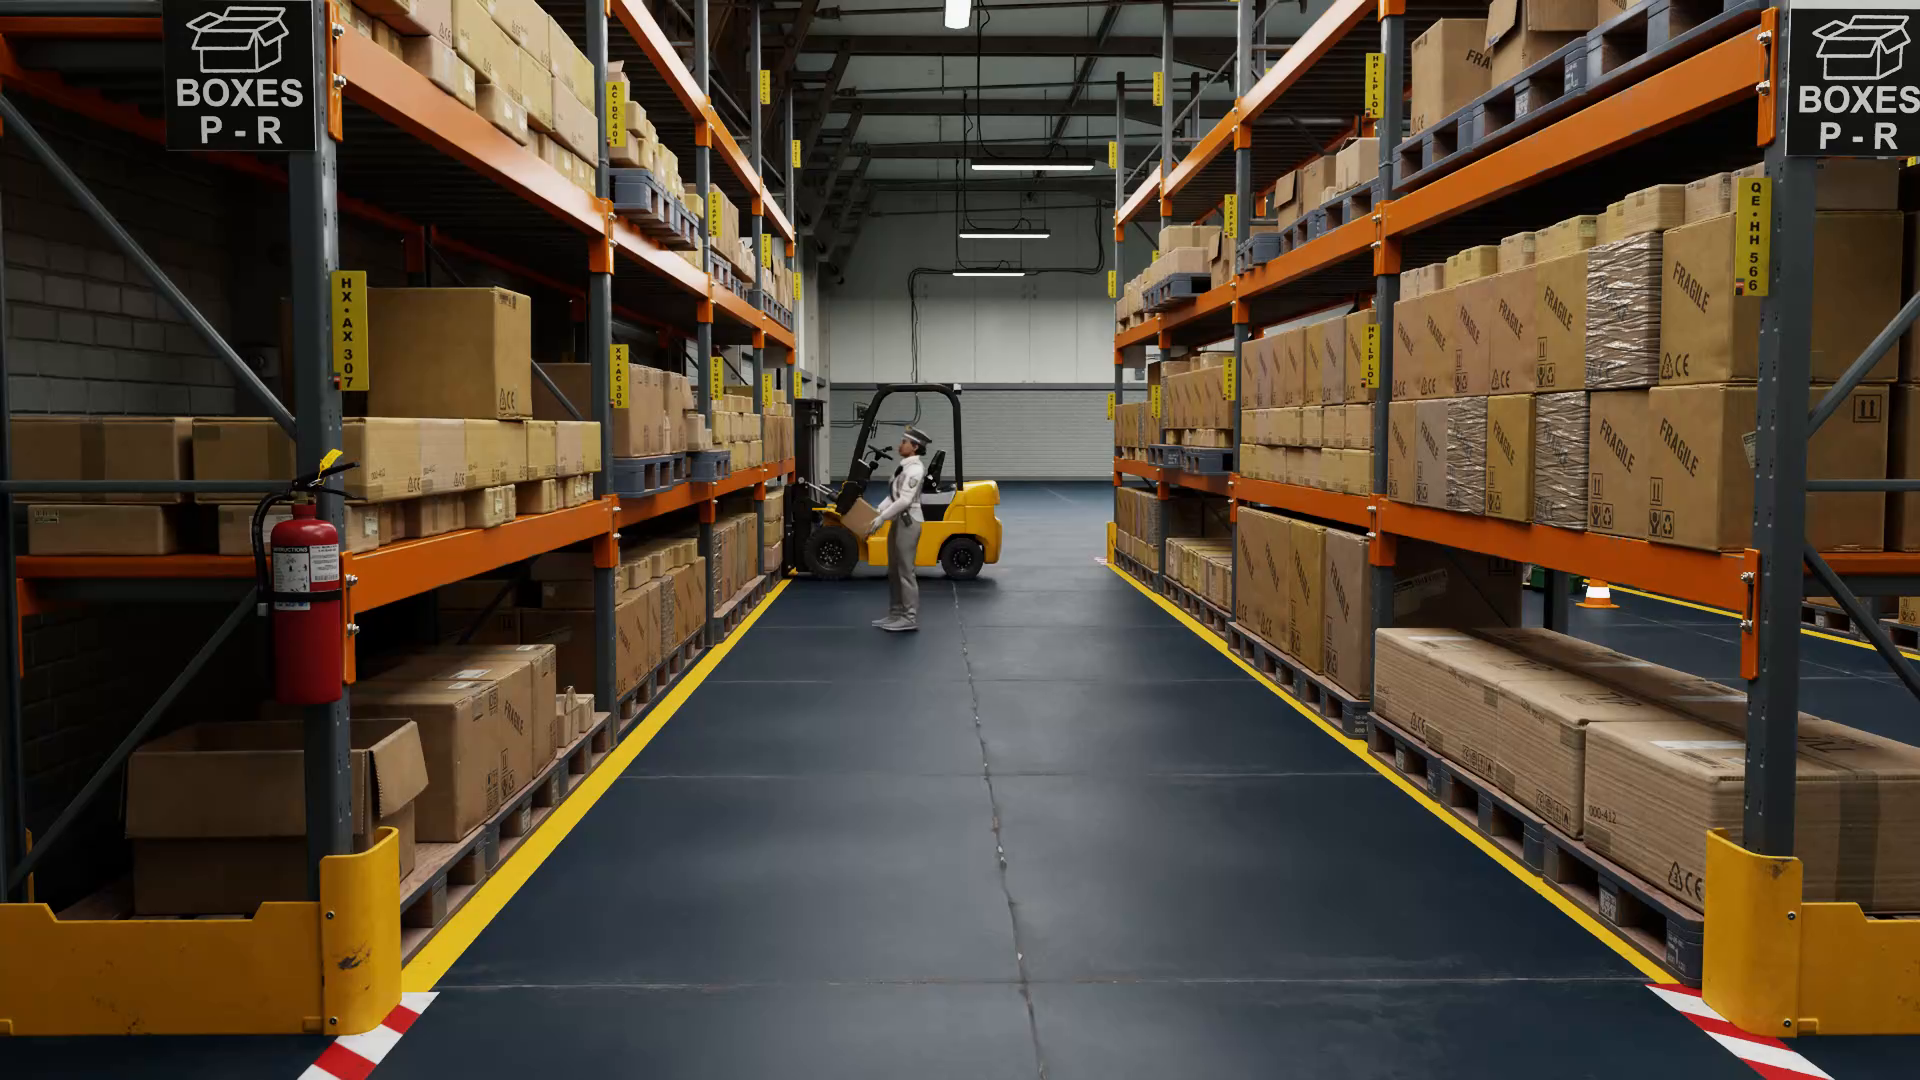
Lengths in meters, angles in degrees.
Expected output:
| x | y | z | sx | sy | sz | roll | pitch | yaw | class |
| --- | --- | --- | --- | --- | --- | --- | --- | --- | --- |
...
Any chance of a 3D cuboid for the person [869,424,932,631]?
| x | y | z | sx | sy | sz | roll | pitch | yaw | class |
| --- | --- | --- | --- | --- | --- | --- | --- | --- | --- |
| -0.507 | -0.103 | 13.731 | 0.535 | 1.701 | 0.511 | -1 | 4 | -13 | person |
